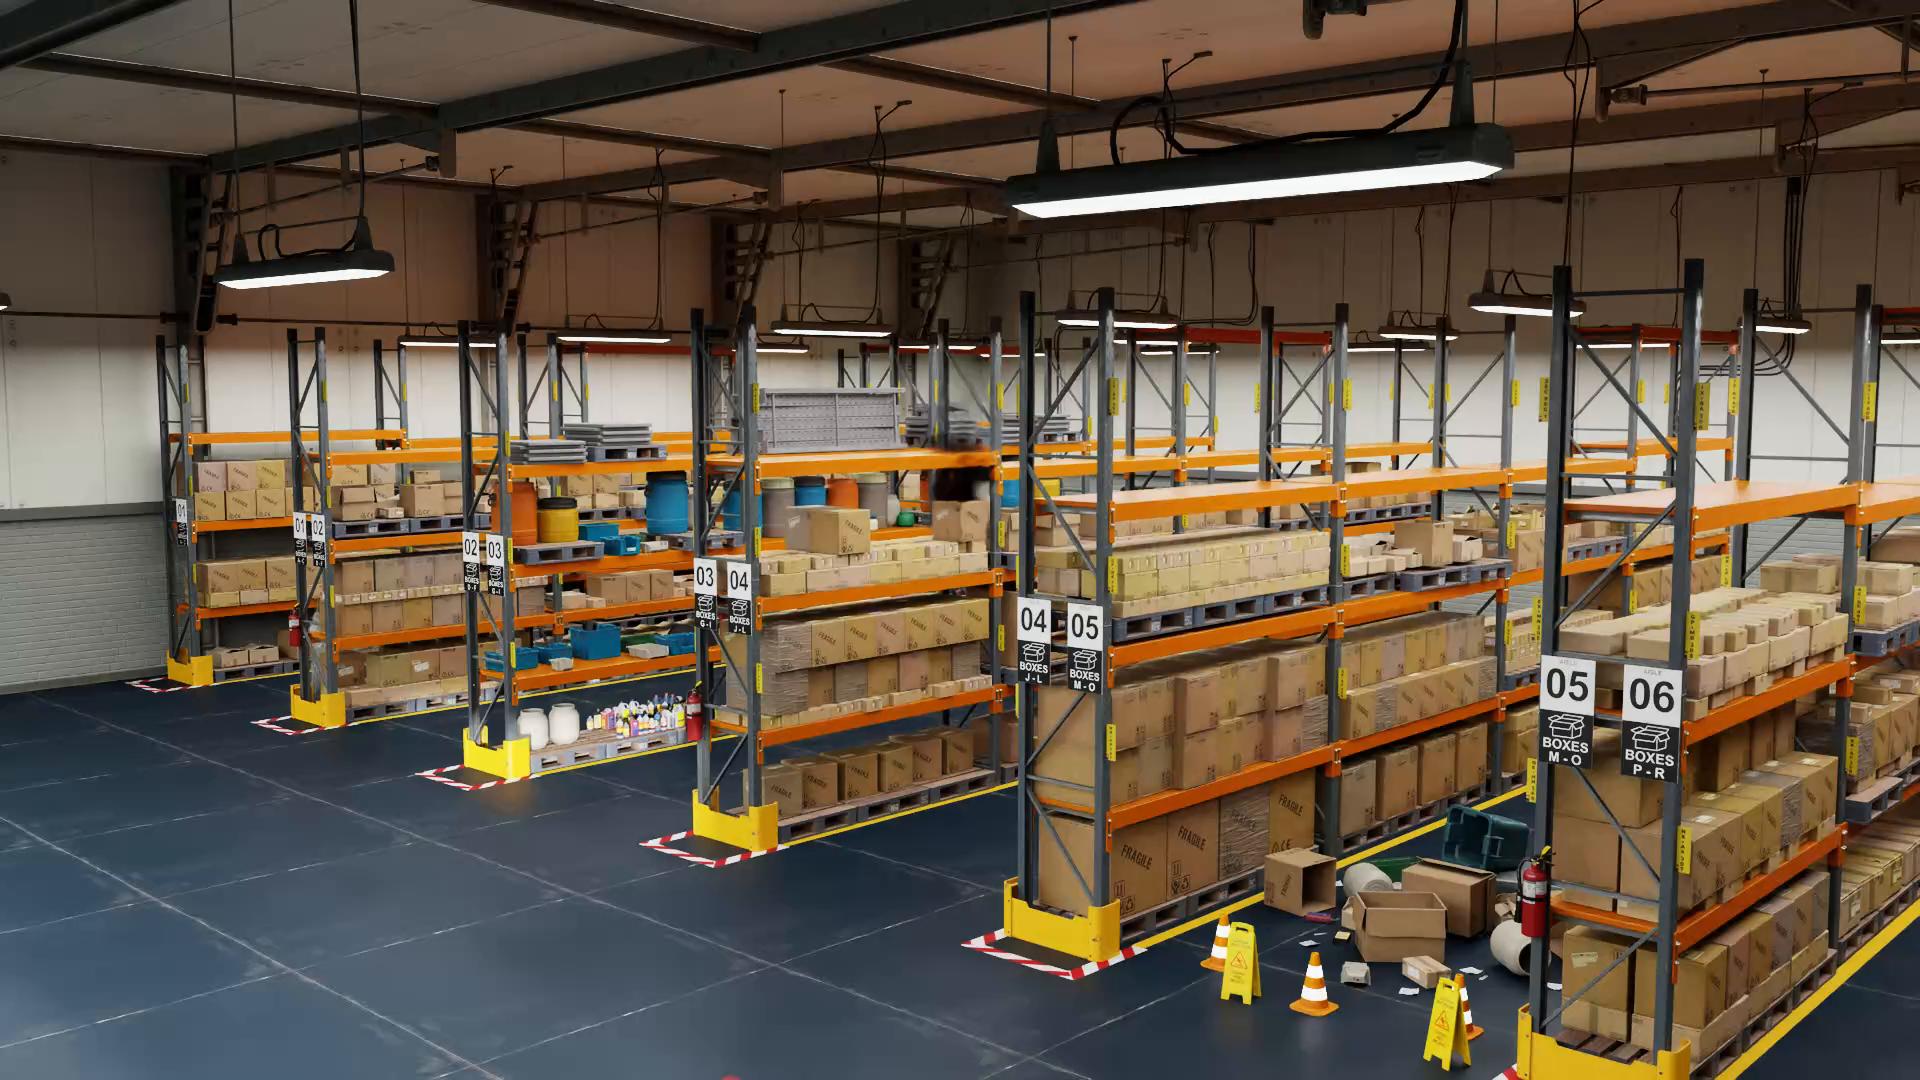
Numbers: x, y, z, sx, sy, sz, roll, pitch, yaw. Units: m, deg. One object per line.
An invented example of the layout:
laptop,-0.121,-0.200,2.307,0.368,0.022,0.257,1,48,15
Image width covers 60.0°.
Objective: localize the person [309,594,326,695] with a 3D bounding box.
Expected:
person,-10.488,1.749,27.179,0.677,1.732,0.890,4,7,39
